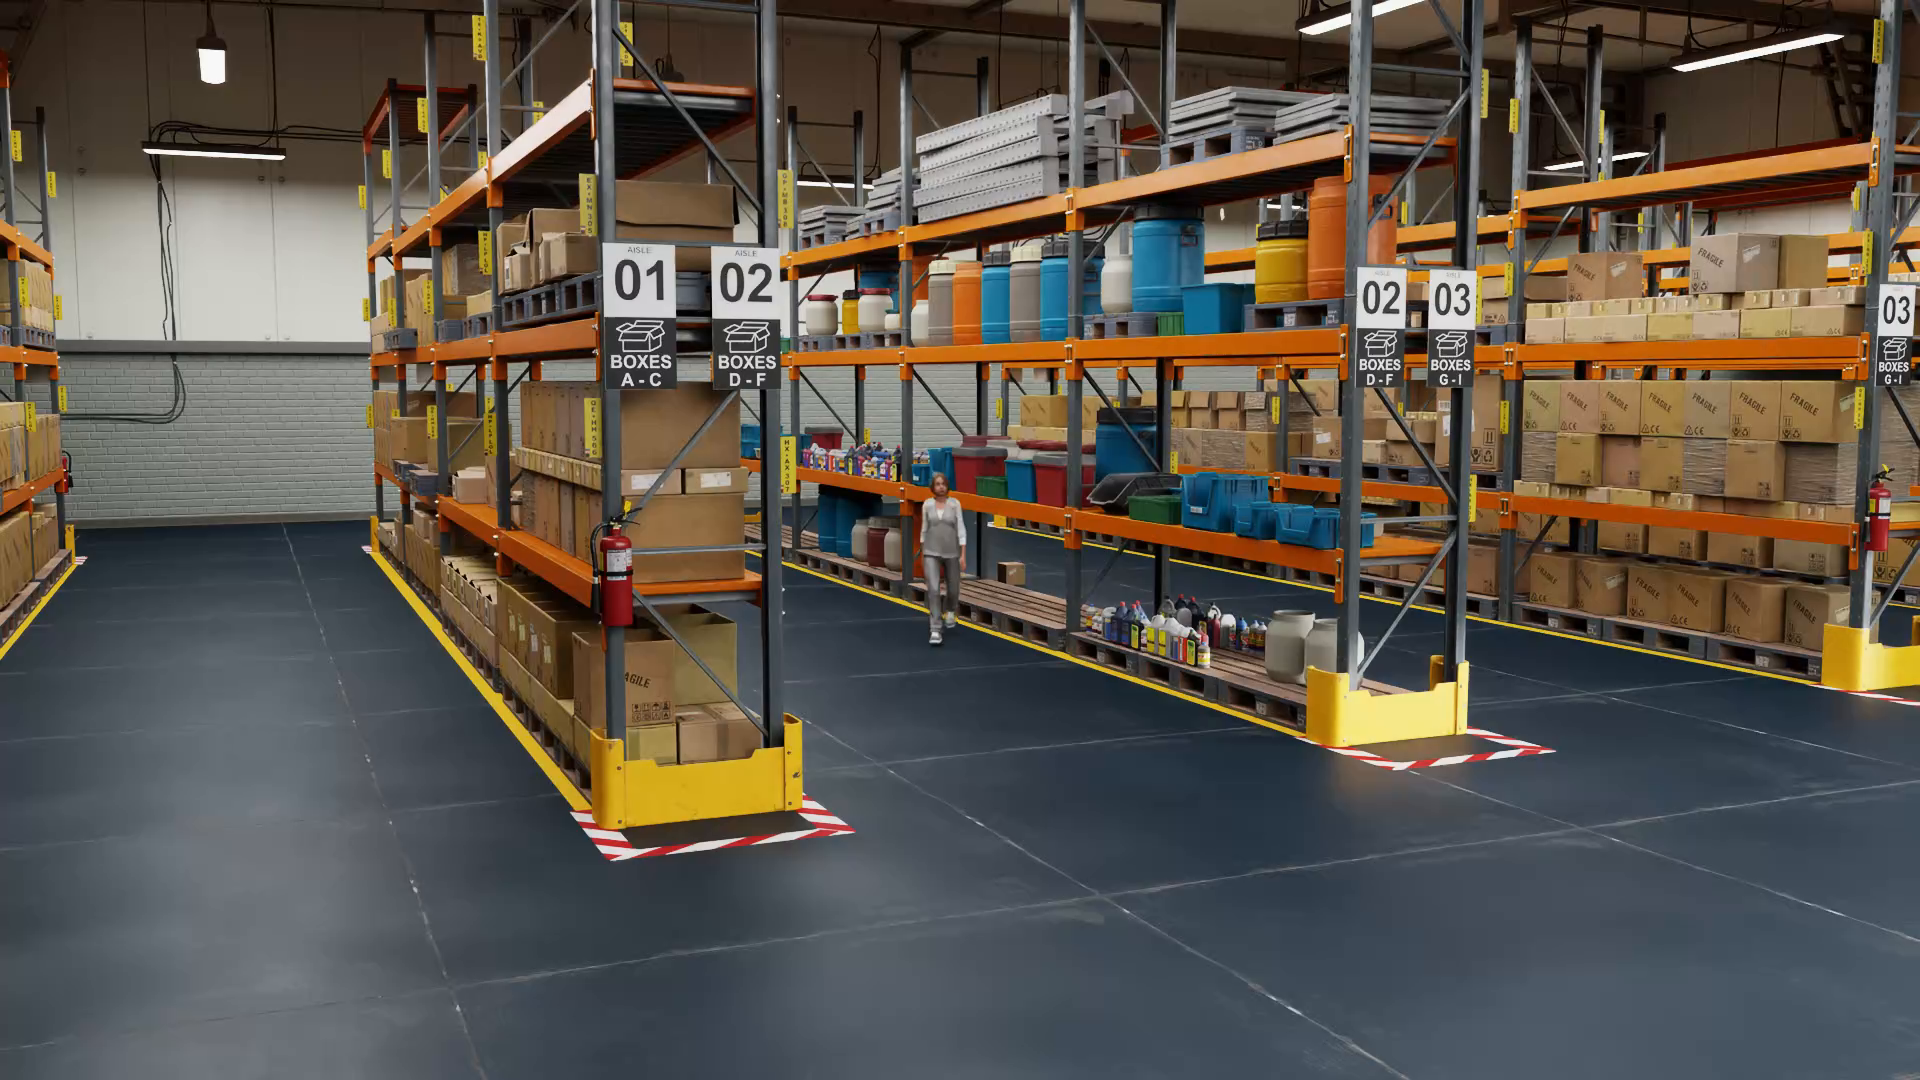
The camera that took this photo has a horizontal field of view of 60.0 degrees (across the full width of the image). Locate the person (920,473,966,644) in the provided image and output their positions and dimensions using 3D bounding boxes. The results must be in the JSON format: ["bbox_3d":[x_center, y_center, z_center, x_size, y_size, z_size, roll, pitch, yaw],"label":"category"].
[{"bbox_3d":[-0.155,0.156,15.629,0.433,1.558,0.765,0,6,1],"label":"person"}]
